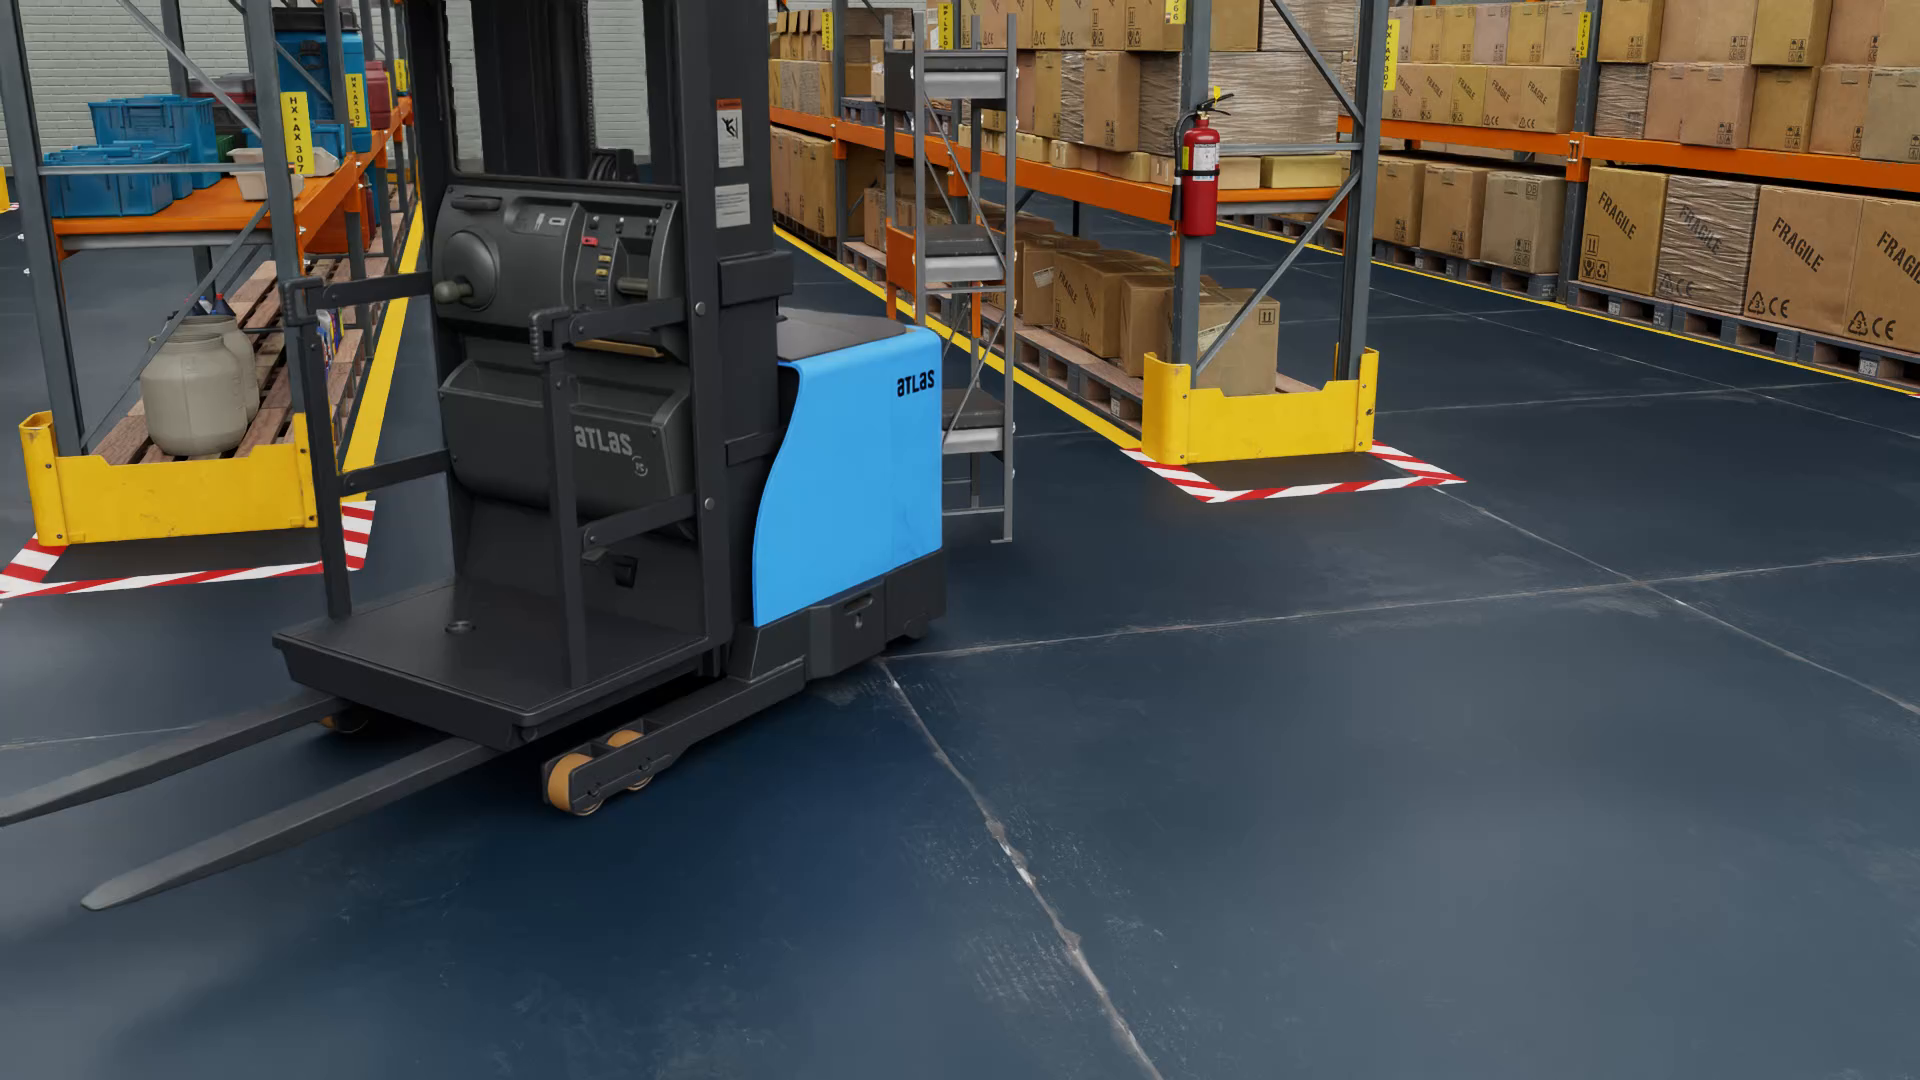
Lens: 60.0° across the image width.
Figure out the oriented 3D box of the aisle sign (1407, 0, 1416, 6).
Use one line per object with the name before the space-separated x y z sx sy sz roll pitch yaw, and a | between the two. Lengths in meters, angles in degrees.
aisle sign | 6.944 -8.372 25.091 0.394 0.787 0.004 -5 17 -15

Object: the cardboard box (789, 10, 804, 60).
cardboard box | -1.402 -5.354 17.645 0.797 0.503 0.637 -5 17 -15

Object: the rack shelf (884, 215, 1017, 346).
rack shelf | -0.045 -1.038 6.806 0.431 0.518 0.480 -5 17 -15

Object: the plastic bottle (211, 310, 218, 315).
plastic bottle | -4.348 -1.206 9.730 0.097 0.271 0.097 0 17 0

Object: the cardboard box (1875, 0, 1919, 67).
cardboard box | 6.027 -3.077 9.845 0.875 0.550 0.550 -5 17 -15

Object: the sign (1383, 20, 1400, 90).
sign | 2.056 -2.331 7.993 0.100 0.325 0.005 -5 17 -15

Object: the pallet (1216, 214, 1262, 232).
pallet | 3.588 -3.668 18.797 1.003 0.211 1.213 -5 17 -15

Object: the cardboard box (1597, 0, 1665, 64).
cardboard box | 5.300 -3.828 12.345 0.875 0.550 0.550 -5 17 -15

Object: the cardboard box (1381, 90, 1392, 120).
cardboard box | 4.139 -4.212 15.588 0.500 0.500 0.500 -5 17 -16

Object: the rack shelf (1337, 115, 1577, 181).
rack shelf | 4.682 -3.553 14.816 1.077 0.370 4.000 -5 17 -15

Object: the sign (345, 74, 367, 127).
sign | -3.795 -2.761 10.450 0.100 0.325 0.005 -5 17 -15

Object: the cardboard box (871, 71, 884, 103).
cardboard box | -0.425 -3.734 13.699 0.500 0.250 0.500 -5 17 -17

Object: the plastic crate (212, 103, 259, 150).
plastic crate | -4.306 -2.404 9.848 0.767 0.338 0.504 -5 17 -15

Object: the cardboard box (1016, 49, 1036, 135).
cardboard box | 0.837 -2.769 10.267 0.875 0.500 0.500 -5 17 -15

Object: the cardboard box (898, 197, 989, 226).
cardboard box | -0.134 -2.607 13.999 0.700 0.500 0.500 -3 17 -11

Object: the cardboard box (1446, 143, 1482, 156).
cardboard box | 7.449 -5.380 23.372 0.875 0.438 0.875 -5 17 -17

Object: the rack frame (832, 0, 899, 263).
rack frame | -0.664 -4.086 15.342 1.000 3.000 0.127 -5 17 -15

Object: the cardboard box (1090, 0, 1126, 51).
cardboard box | 1.003 -2.813 8.674 0.500 0.500 0.500 -5 17 -15

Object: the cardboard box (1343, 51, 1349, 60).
cardboard box | 4.116 -5.034 17.168 0.380 0.149 0.250 -5 17 -17

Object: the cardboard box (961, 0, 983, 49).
cardboard box | 0.314 -3.505 10.976 0.500 0.500 0.500 -5 17 -15

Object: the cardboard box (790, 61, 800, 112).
cardboard box | -1.454 -4.674 17.123 0.500 0.500 0.500 -4 17 -14

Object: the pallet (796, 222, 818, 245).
pallet | -1.140 -3.312 17.610 1.003 0.211 1.213 -5 17 -15

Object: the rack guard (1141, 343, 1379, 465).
rack guard | 1.514 -0.697 8.405 1.175 0.500 0.348 -5 17 -15

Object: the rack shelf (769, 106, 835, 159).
rack shelf | -1.214 -4.295 17.287 1.077 0.370 4.000 -5 17 -15

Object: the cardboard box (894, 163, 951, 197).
cardboard box | -0.296 -3.130 14.435 0.500 0.250 0.500 -3 17 -9

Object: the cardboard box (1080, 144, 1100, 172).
cardboard box | 0.898 -2.160 9.366 0.380 0.149 0.250 -5 17 -15

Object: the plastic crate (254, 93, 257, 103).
plastic crate | -4.929 -2.861 11.291 0.392 0.384 0.575 -5 17 -15

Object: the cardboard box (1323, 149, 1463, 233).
cardboard box | 4.213 -3.399 16.233 1.050 0.750 0.750 -5 17 -16

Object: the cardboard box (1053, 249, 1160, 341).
cardboard box | 0.917 -1.547 10.502 0.500 0.500 0.500 -6 18 -20

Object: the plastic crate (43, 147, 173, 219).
plastic crate | -3.653 -1.525 7.075 0.499 0.251 0.616 -5 17 -15

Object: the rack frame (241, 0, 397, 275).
rack frame | -5.426 -3.695 14.038 1.000 3.000 0.127 -5 17 -15

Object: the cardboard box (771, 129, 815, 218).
cardboard box | -1.322 -3.954 17.864 1.225 0.875 0.875 -5 18 -17

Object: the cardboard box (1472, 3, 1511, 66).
cardboard box | 4.808 -4.290 14.107 0.700 0.500 0.500 -5 17 -15

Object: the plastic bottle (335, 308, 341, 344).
plastic bottle | -3.873 -1.375 10.155 0.144 0.351 0.185 -5 17 -17

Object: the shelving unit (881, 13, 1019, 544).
shelving unit | -0.045 -1.051 6.802 0.431 2.100 0.503 -5 17 -15

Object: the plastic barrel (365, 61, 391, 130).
plastic barrel | -5.008 -3.656 13.671 0.600 0.536 0.708 -5 17 -15

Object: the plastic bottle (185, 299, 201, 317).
plastic bottle | -4.452 -1.222 9.646 0.144 0.351 0.185 -5 18 -18

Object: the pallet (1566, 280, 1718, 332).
pallet | 5.366 -1.792 12.551 1.003 0.211 1.213 -5 17 -15

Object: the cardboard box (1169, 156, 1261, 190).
cardboard box | 1.258 -1.816 8.219 0.380 0.149 0.250 -5 17 -15

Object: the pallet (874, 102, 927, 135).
pallet | -0.081 -3.450 13.557 1.003 0.211 1.213 -5 17 -15

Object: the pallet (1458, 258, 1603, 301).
pallet | 4.947 -2.216 13.963 1.003 0.211 1.213 -5 17 -15

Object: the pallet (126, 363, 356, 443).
pallet | -3.844 -0.726 9.001 1.003 0.211 1.213 -5 17 -15

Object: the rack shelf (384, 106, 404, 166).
rack shelf | -5.976 -3.903 15.983 1.077 0.370 4.000 -5 17 -15

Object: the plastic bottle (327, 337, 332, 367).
plastic bottle | -3.632 -1.085 9.451 0.097 0.201 0.097 0 17 0

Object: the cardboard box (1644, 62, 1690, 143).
cardboard box | 5.518 -3.164 12.012 0.875 0.550 0.550 -5 17 -15

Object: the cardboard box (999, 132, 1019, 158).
cardboard box | 0.464 -2.498 10.492 0.380 0.149 0.250 -5 17 -15

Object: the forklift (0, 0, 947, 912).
forklift | -1.284 -0.816 4.573 1.130 2.935 3.031 11 20 32

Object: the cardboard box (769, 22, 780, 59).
cardboard box | -2.147 -5.729 19.249 0.500 0.500 0.500 -4 17 -14

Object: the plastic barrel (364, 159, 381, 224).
plastic barrel | -6.198 -3.650 16.806 0.600 0.901 0.708 -5 17 -15

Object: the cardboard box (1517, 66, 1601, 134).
cardboard box | 4.831 -3.515 13.267 0.500 0.500 0.500 -5 17 -16
